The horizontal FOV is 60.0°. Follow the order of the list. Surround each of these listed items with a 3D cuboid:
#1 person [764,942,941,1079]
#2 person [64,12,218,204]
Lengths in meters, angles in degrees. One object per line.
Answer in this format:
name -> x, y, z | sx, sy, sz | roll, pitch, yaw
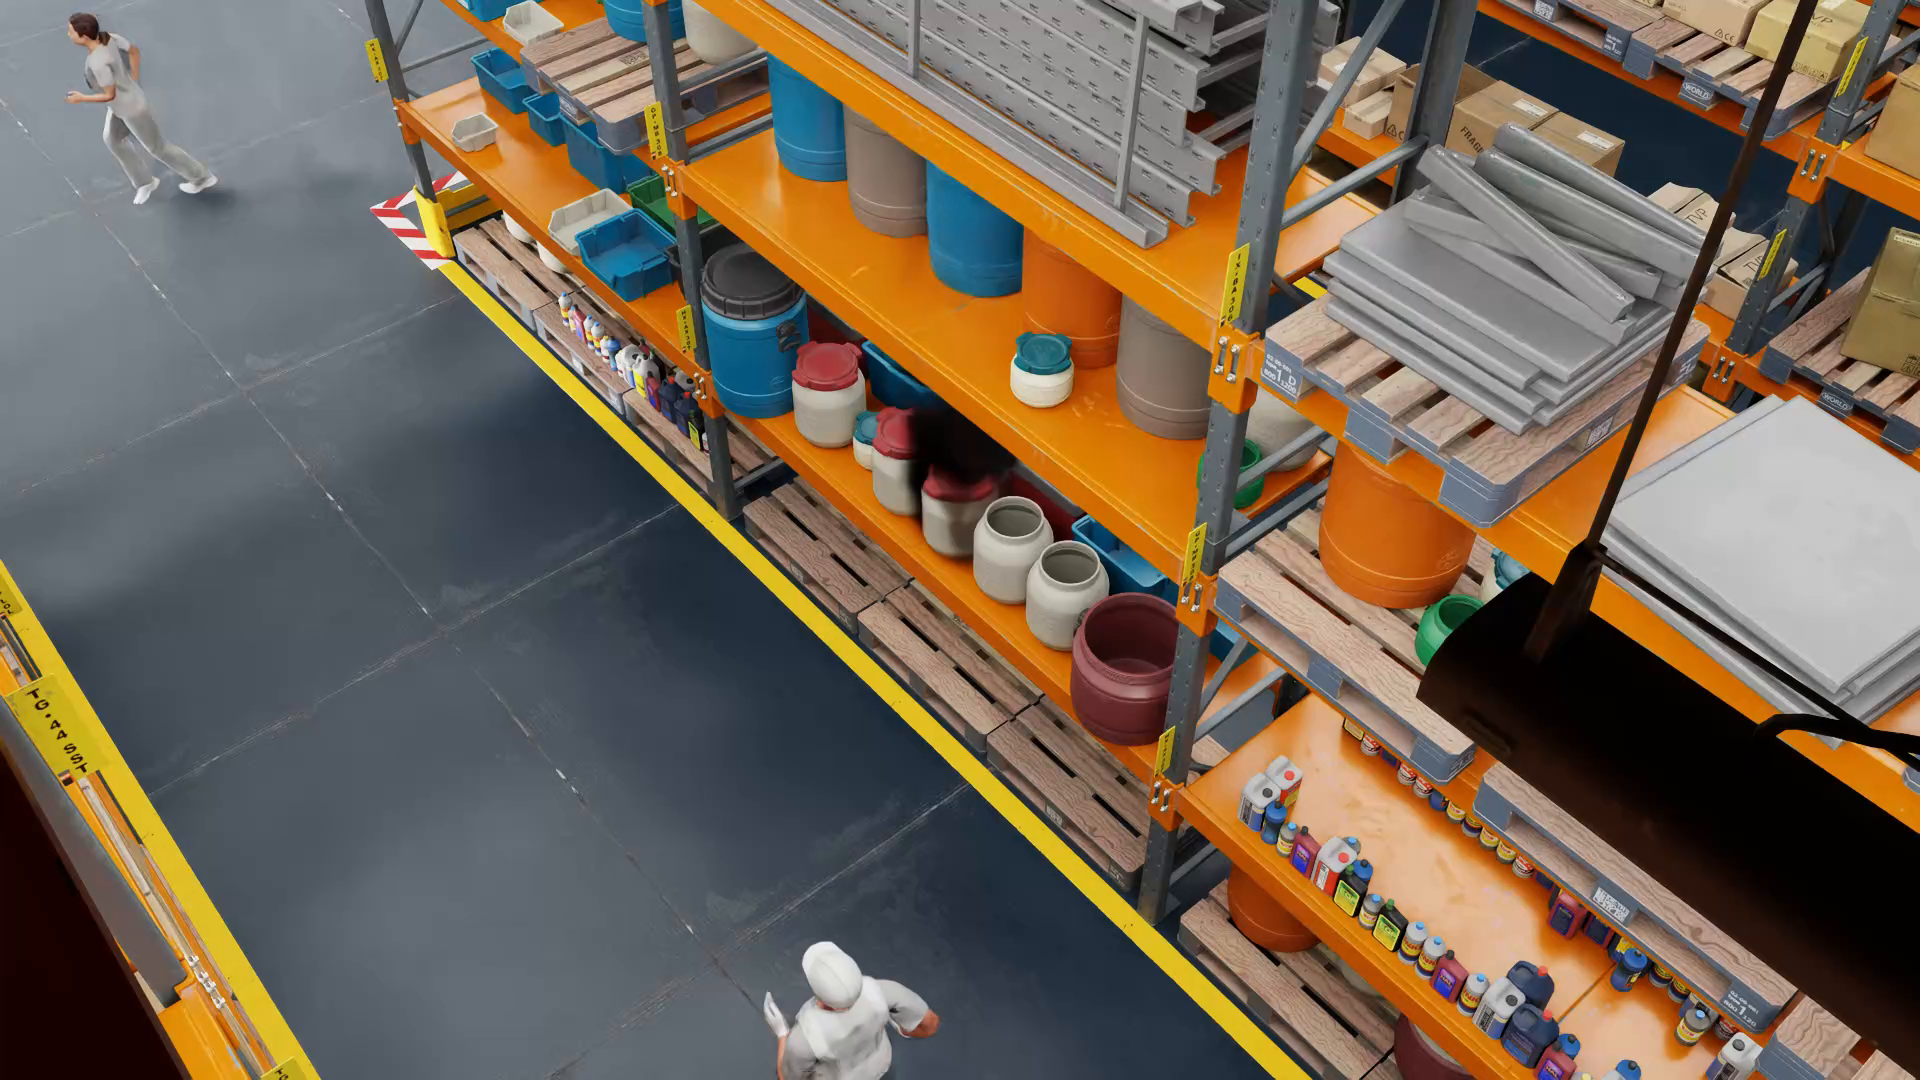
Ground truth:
person -> -0.492, 2.282, 7.183 | 0.651, 1.820, 0.924 | -33, 55, -27
person -> -6.498, -3.364, 13.060 | 0.841, 1.710, 0.499 | -16, 48, -14
